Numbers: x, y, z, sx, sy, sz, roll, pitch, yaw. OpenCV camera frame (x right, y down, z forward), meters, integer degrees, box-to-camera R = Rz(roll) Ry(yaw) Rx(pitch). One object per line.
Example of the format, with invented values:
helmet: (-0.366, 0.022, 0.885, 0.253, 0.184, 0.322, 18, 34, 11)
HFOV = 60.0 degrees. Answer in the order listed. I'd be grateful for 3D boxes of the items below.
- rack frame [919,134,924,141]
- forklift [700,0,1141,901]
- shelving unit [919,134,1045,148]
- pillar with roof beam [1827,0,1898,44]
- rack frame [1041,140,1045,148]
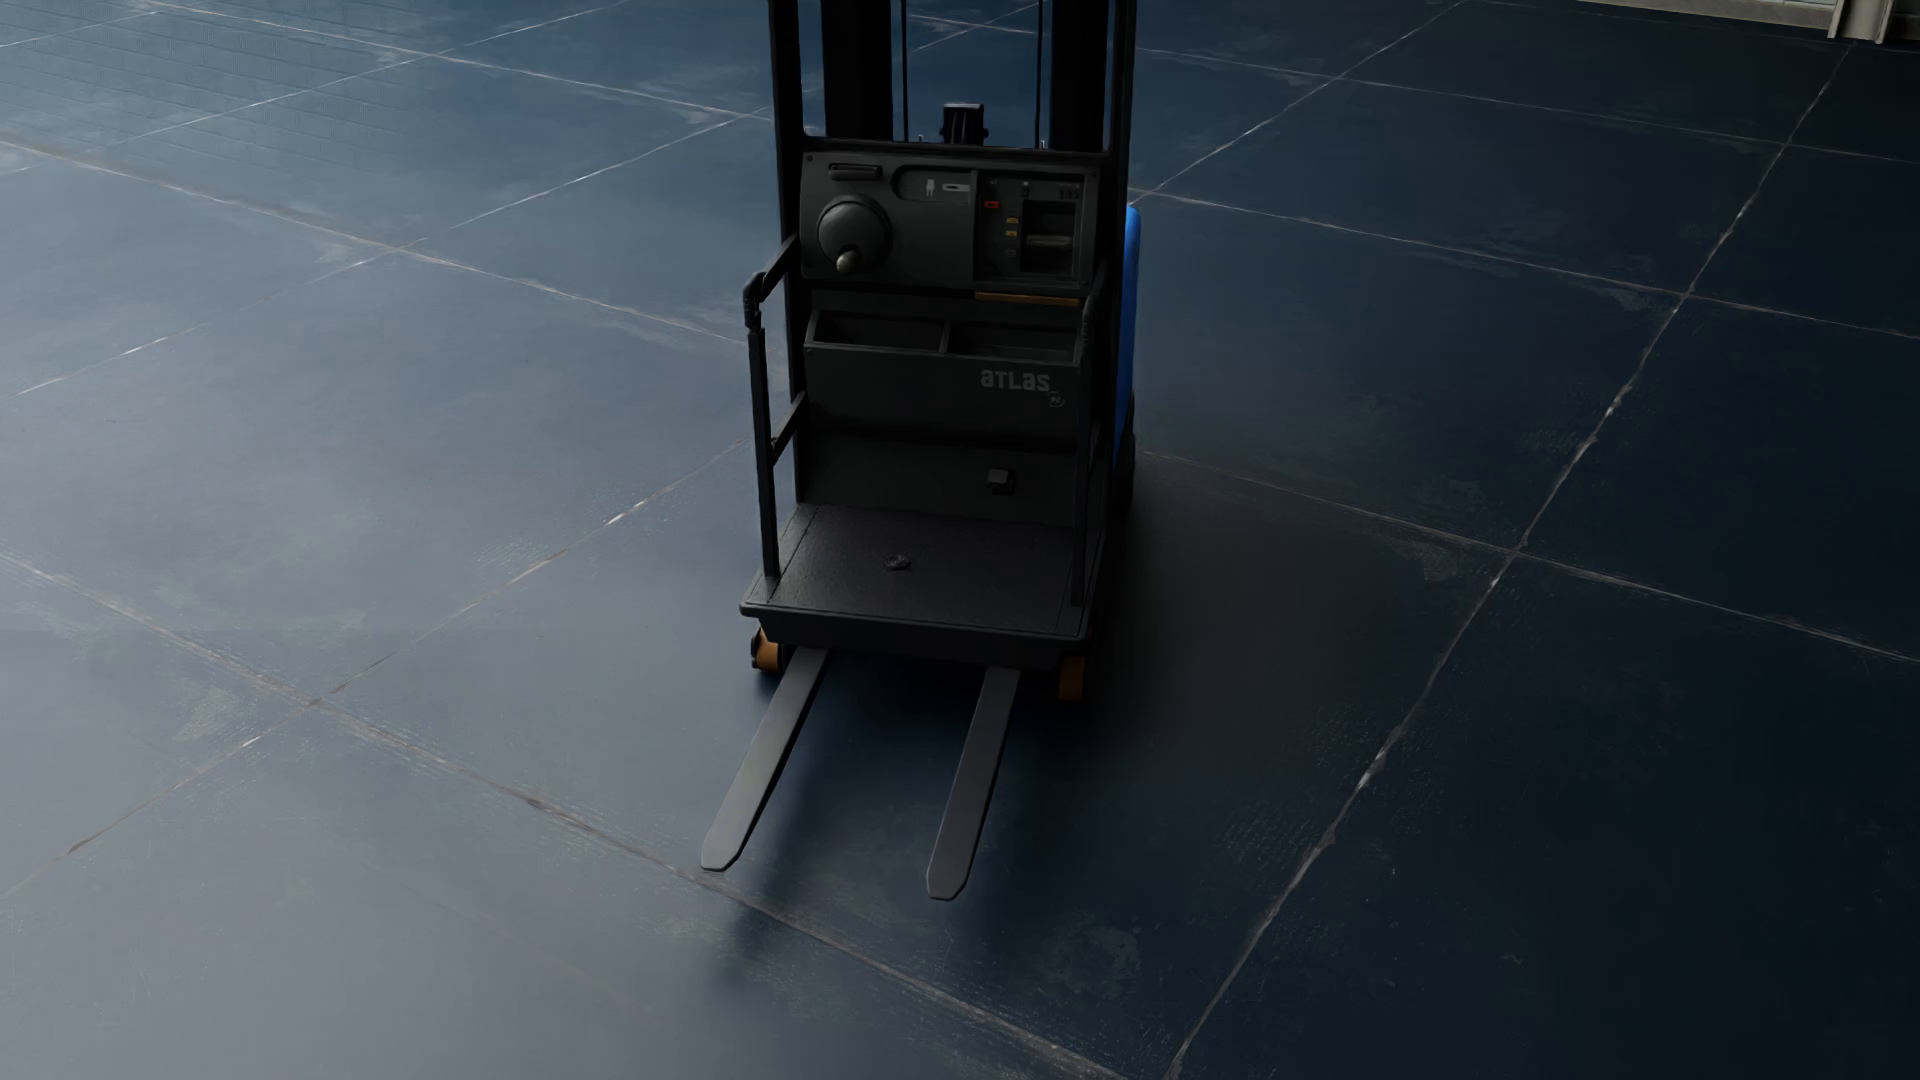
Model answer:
rack frame: (-0.172, -1.047, 6.855, 0.015, 1.200, 0.240, 5, 31, 9)
forklift: (-0.073, -0.937, 4.948, 1.130, 2.935, 3.031, 5, 31, 9)
shelving unit: (0.068, -1.026, 6.818, 0.503, 1.200, 0.258, 5, 31, 9)
pillar with roof beam: (4.723, -5.981, 7.572, 0.400, 9.000, 9.100, 18, 35, 27)
rack frame: (0.309, -1.005, 6.782, 0.015, 1.200, 0.240, 5, 31, 9)
